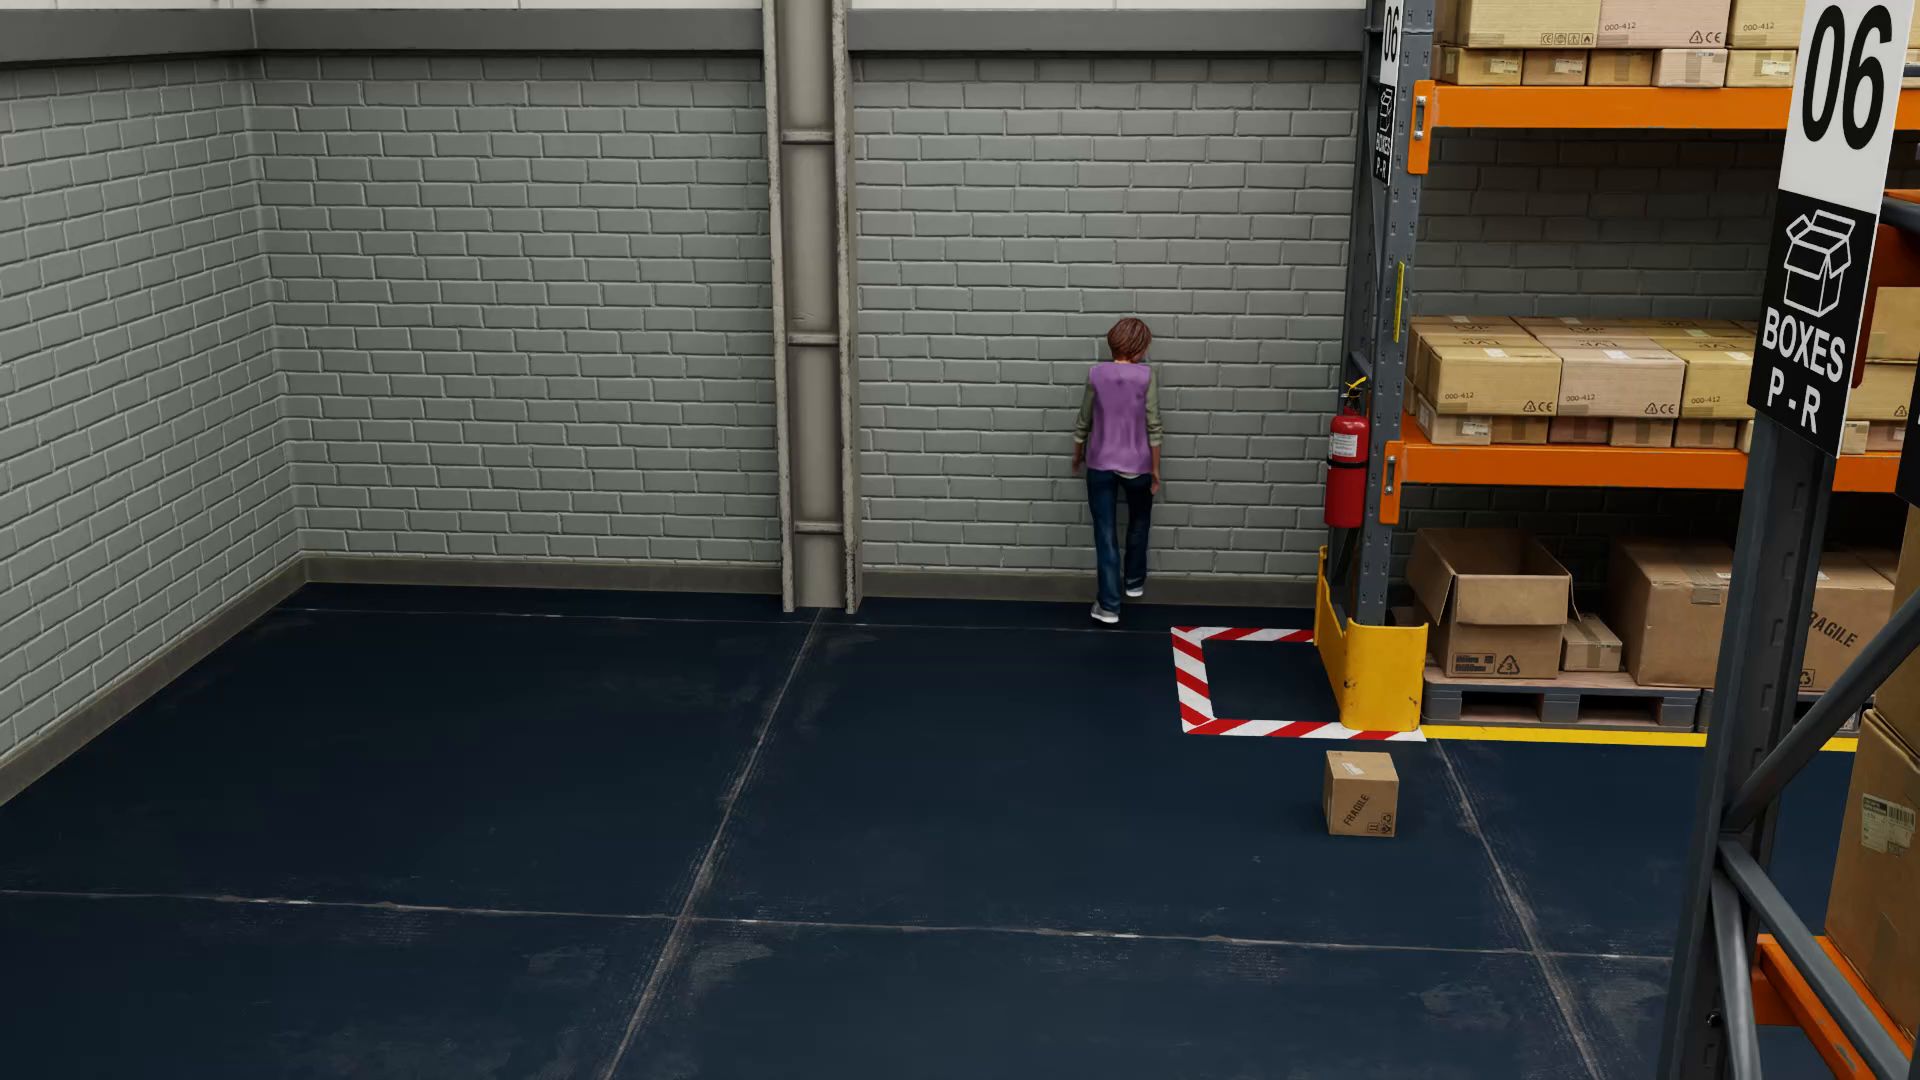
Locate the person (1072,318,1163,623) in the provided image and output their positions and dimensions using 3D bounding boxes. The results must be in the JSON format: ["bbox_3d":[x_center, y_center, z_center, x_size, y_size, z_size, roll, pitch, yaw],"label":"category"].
[{"bbox_3d":[0.817,-0.385,8.721,0.464,1.569,0.694,1,18,4],"label":"person"}]
